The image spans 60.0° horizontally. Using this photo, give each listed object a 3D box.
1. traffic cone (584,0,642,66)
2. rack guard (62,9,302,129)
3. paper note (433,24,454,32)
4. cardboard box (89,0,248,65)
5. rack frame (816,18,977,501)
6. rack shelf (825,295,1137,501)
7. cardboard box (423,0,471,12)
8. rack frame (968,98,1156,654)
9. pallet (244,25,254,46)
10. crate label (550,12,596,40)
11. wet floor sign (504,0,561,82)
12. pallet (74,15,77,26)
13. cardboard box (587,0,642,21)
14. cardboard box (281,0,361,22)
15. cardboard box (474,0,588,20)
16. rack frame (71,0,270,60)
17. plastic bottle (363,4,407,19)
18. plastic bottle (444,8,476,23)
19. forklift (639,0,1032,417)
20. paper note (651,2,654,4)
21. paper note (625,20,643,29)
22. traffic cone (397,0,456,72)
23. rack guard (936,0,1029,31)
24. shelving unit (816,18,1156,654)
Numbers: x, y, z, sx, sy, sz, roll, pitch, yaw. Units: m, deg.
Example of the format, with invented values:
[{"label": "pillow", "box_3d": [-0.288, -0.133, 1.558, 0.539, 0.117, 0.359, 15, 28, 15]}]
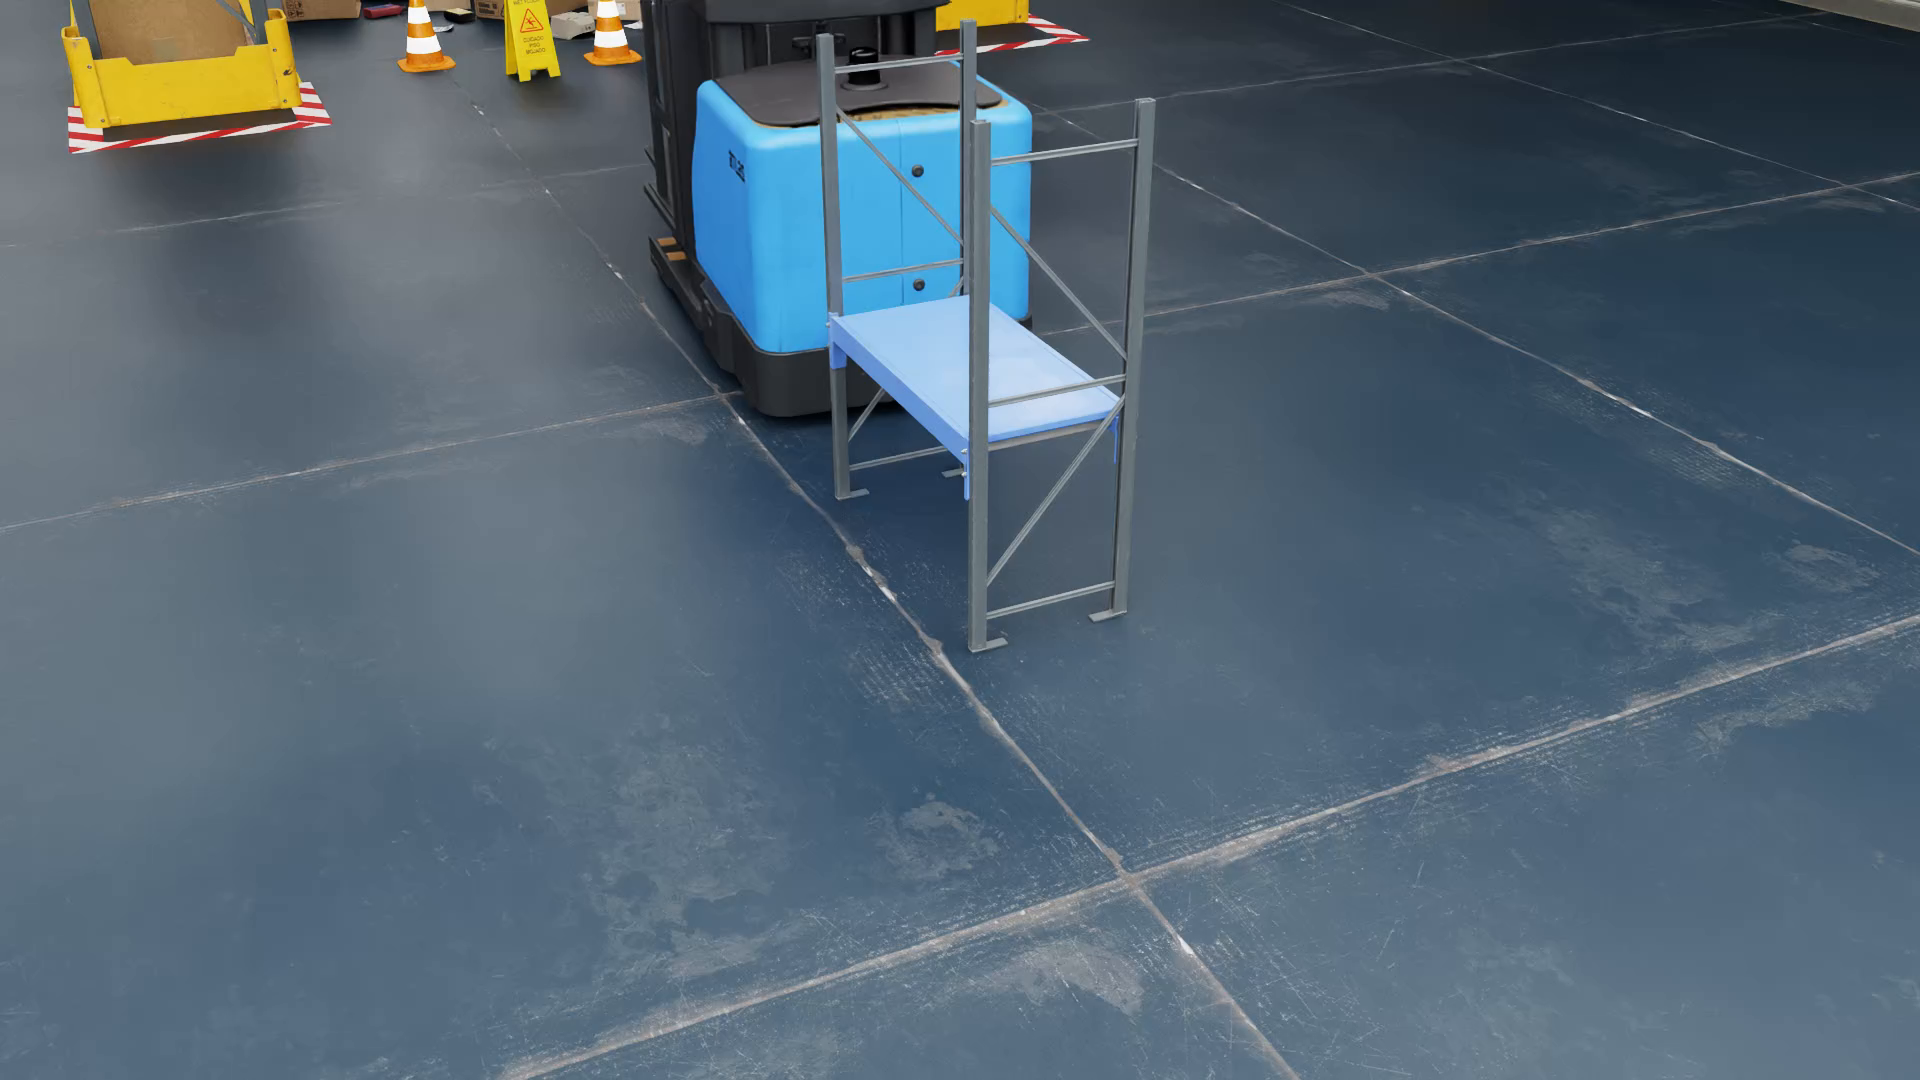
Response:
[{"label": "traffic cone", "box_3d": [-2.266, -3.345, 10.743, 0.336, 0.463, 0.334, -13, 32, -22]}, {"label": "rack guard", "box_3d": [-4.476, -2.731, 9.609, 1.175, 0.500, 0.348, -13, 32, -22]}, {"label": "paper note", "box_3d": [-3.609, -3.567, 11.582, 0.144, 0.017, 0.142, -3, 29, -5]}, {"label": "cardboard box", "box_3d": [-4.837, -3.374, 9.943, 0.875, 0.875, 0.875, -13, 32, -22]}, {"label": "rack frame", "box_3d": [-0.182, -0.841, 5.216, 0.500, 1.500, 0.032, -13, 32, -22]}, {"label": "rack shelf", "box_3d": [0.037, -0.460, 4.904, 0.538, 0.185, 1.000, -13, 32, -22]}, {"label": "cardboard box", "box_3d": [-3.803, -4.034, 12.172, 0.396, 0.266, 0.258, -8, 30, -13]}, {"label": "rack frame", "box_3d": [0.255, -0.392, 4.416, 0.500, 1.500, 0.032, -13, 32, -22]}, {"label": "pallet", "box_3d": [-4.901, -2.952, 10.299, 1.003, 0.211, 1.213, -13, 32, -22]}, {"label": "crate label", "box_3d": [-2.659, -3.537, 11.418, 0.298, 0.136, 0.250, 19, 34, 30]}, {"label": "wet floor sign", "box_3d": [-2.686, -3.208, 10.311, 0.267, 0.644, 0.232, -19, 35, -30]}, {"label": "pallet", "box_3d": [-5.420, -3.491, 11.259, 1.003, 0.211, 1.213, -13, 32, -22]}, {"label": "cardboard box", "box_3d": [-2.446, -3.827, 11.923, 0.380, 0.149, 0.250, 2, 29, 4]}, {"label": "cardboard box", "box_3d": [-4.611, -4.039, 11.940, 0.500, 0.500, 0.500, -8, 30, -13]}, {"label": "cardboard box", "box_3d": [-3.100, -4.071, 11.996, 0.637, 0.503, 0.797, 13, 32, 21]}, {"label": "rack frame", "box_3d": [-4.487, -3.832, 9.017, 1.000, 3.000, 0.127, -13, 32, -22]}, {"label": "plastic bottle", "box_3d": [-4.146, -3.821, 12.001, 0.133, 0.061, 0.283, 26, 38, 38]}, {"label": "plastic bottle", "box_3d": [-3.593, -3.751, 11.877, 0.283, 0.061, 0.133, 26, 38, 38]}, {"label": "forklift", "box_3d": [-0.724, -2.418, 6.565, 1.130, 2.935, 3.031, -10, 31, -18]}, {"label": "paper note", "box_3d": [-2.307, -4.010, 12.391, 0.032, 0.001, 0.123, -13, 32, -22]}, {"label": "paper note", "box_3d": [-2.263, -3.621, 11.675, 0.142, 0.019, 0.148, 26, 38, 38]}, {"label": "traffic cone", "box_3d": [-3.432, -3.258, 10.587, 0.336, 0.463, 0.334, -13, 32, -22]}, {"label": "rack guard", "box_3d": [-0.092, -3.859, 11.621, 1.175, 0.500, 0.348, -13, 32, -22]}, {"label": "shelving unit", "box_3d": [0.037, -0.616, 4.816, 0.538, 1.500, 1.048, -13, 32, -22]}]
